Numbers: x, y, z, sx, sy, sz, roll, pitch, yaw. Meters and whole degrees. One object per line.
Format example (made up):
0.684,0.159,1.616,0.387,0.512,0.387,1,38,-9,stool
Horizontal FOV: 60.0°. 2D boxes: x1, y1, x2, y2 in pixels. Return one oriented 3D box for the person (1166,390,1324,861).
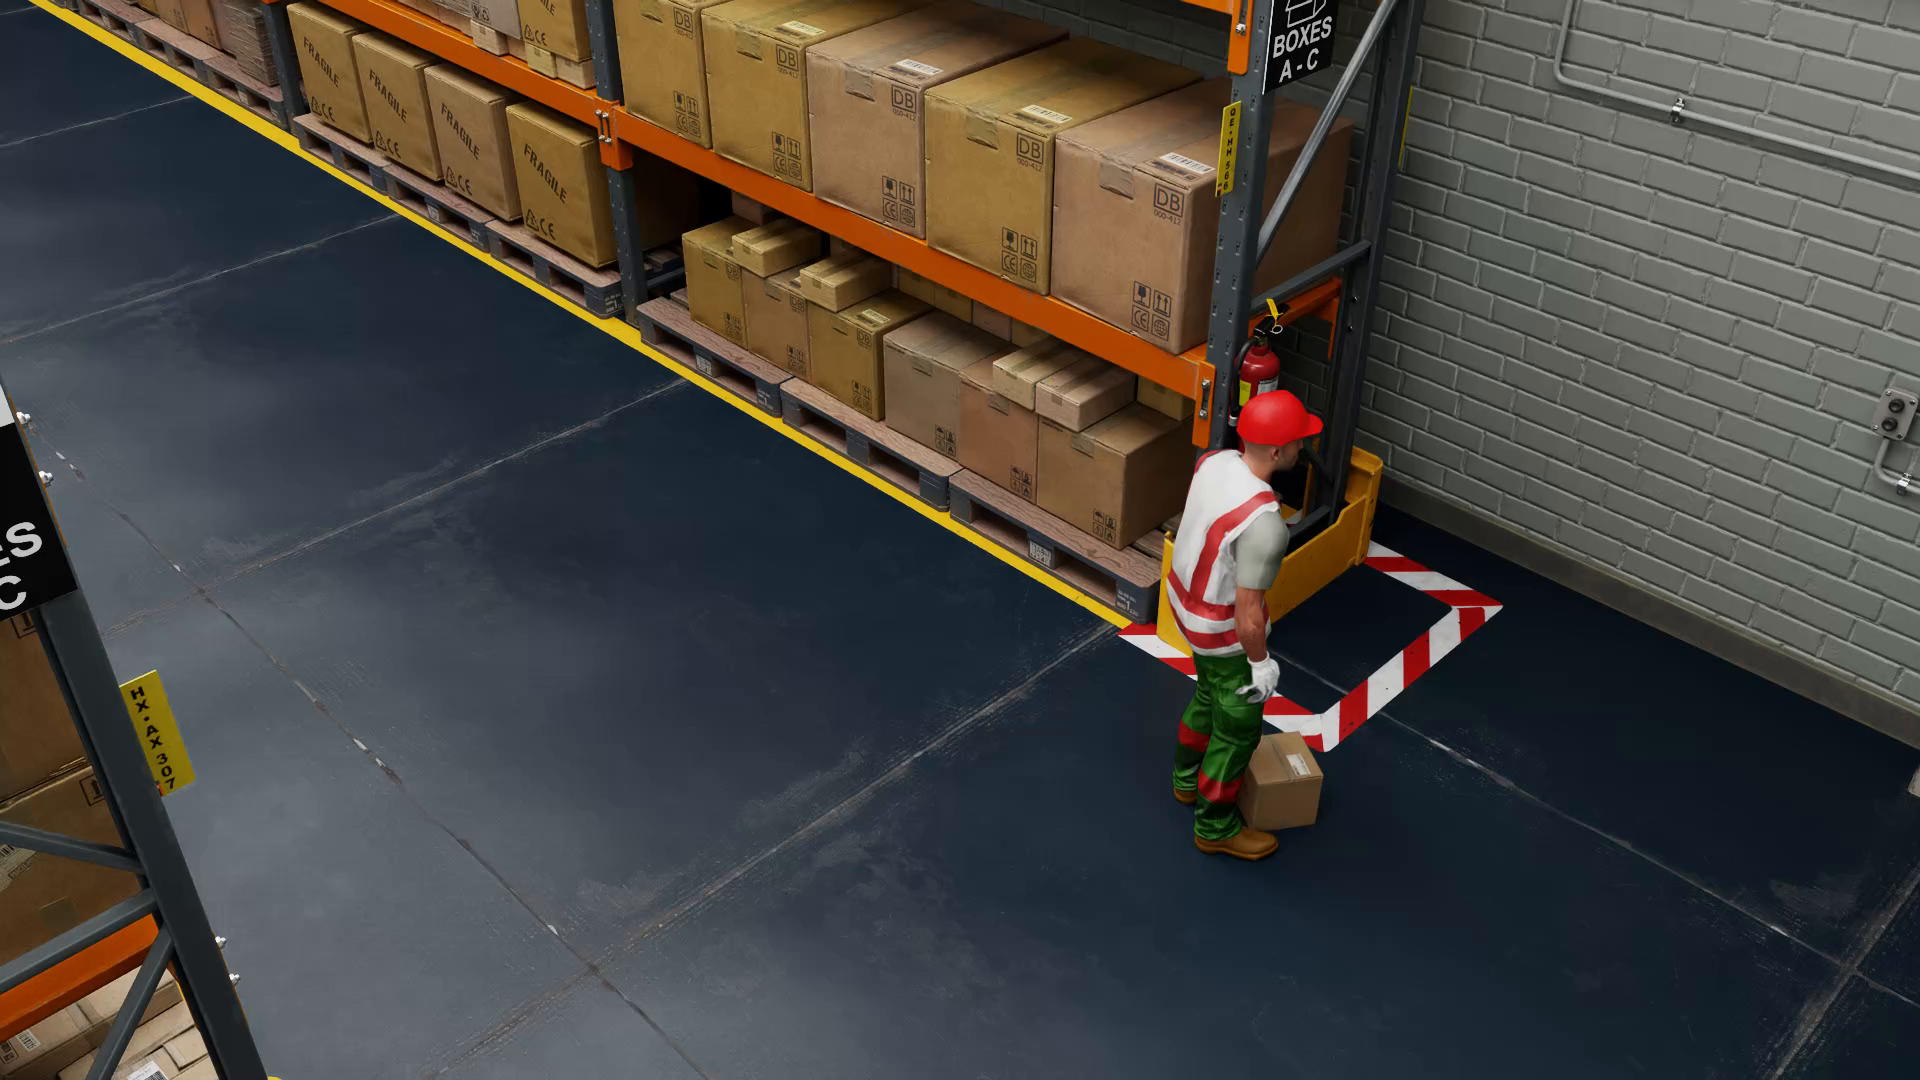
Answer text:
0.947,0.287,5.726,0.451,1.777,0.610,-6,36,-9,person
